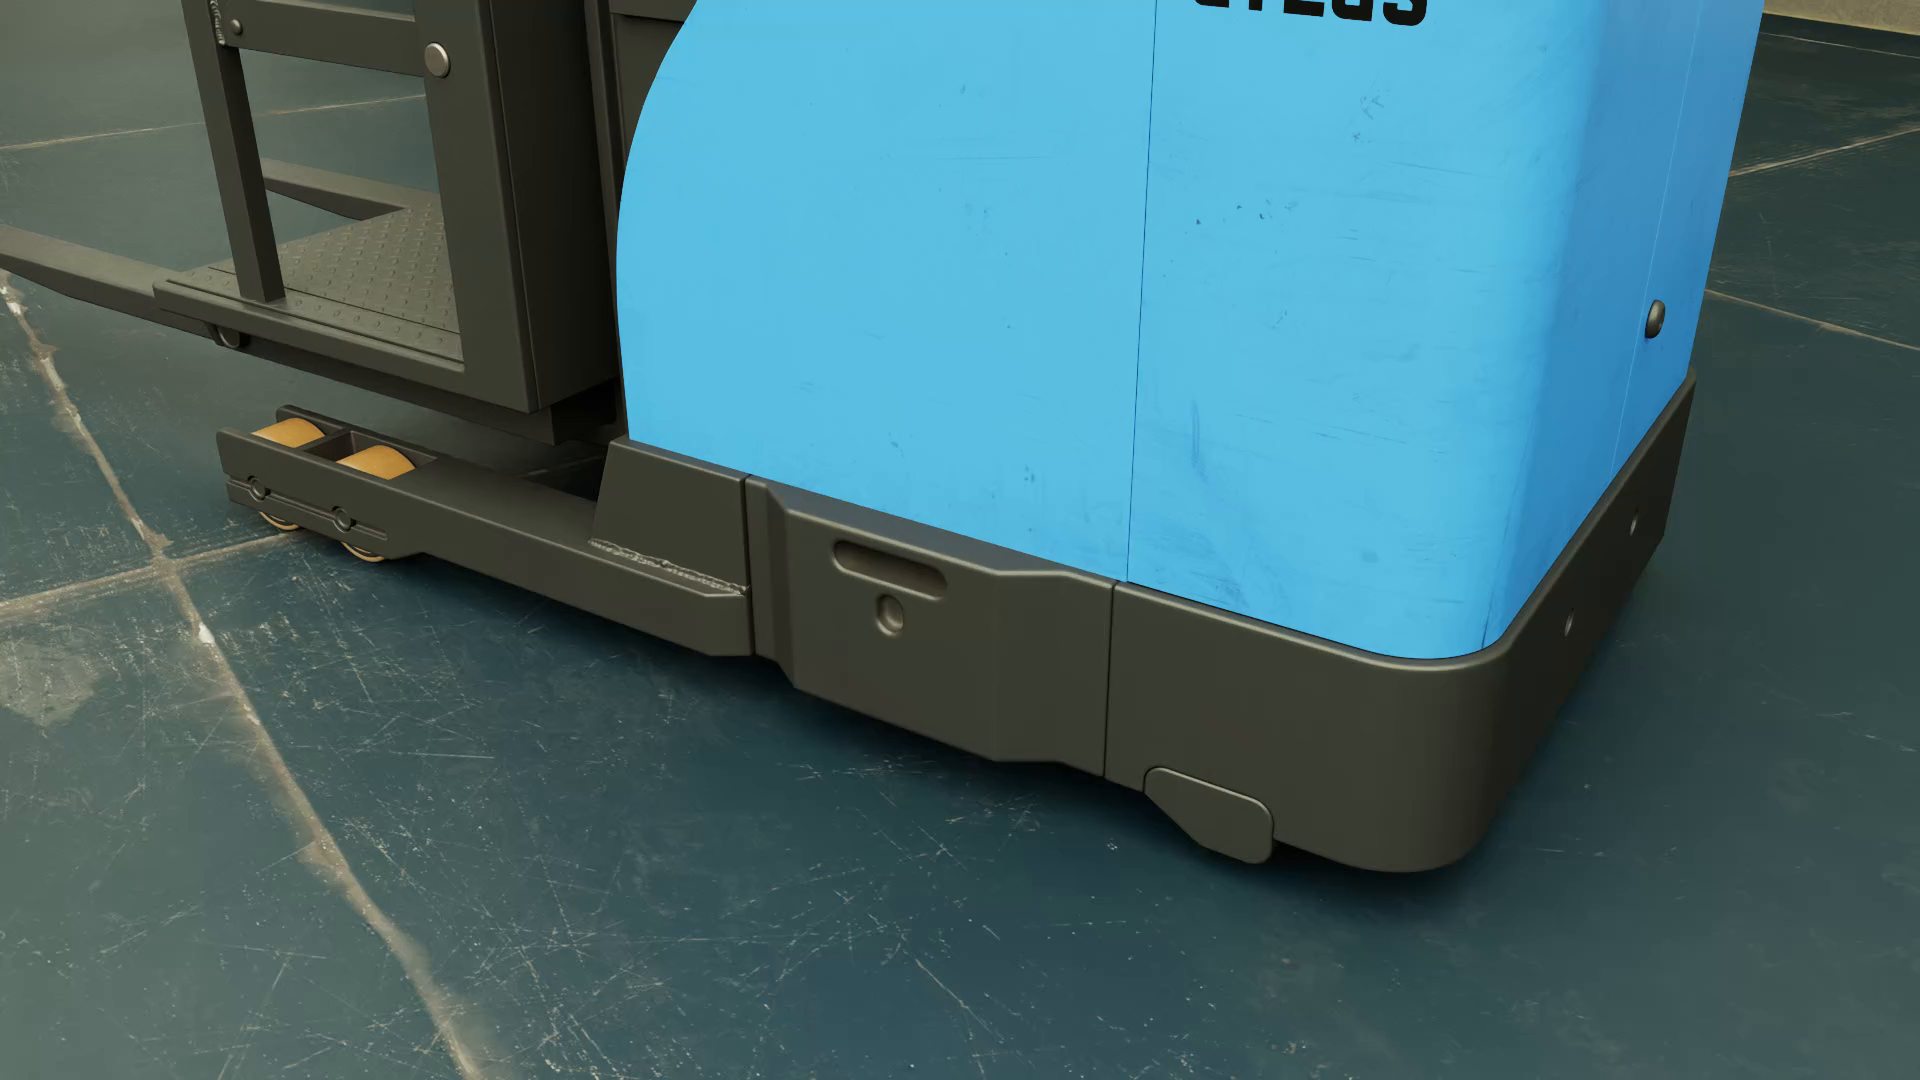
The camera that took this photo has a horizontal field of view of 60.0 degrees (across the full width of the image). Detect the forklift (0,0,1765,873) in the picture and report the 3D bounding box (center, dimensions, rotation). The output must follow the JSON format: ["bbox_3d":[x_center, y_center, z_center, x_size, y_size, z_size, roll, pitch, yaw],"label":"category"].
[{"bbox_3d":[-0.511,-1.459,2.139,3.031,2.935,1.130,16,31,29],"label":"forklift"}]
